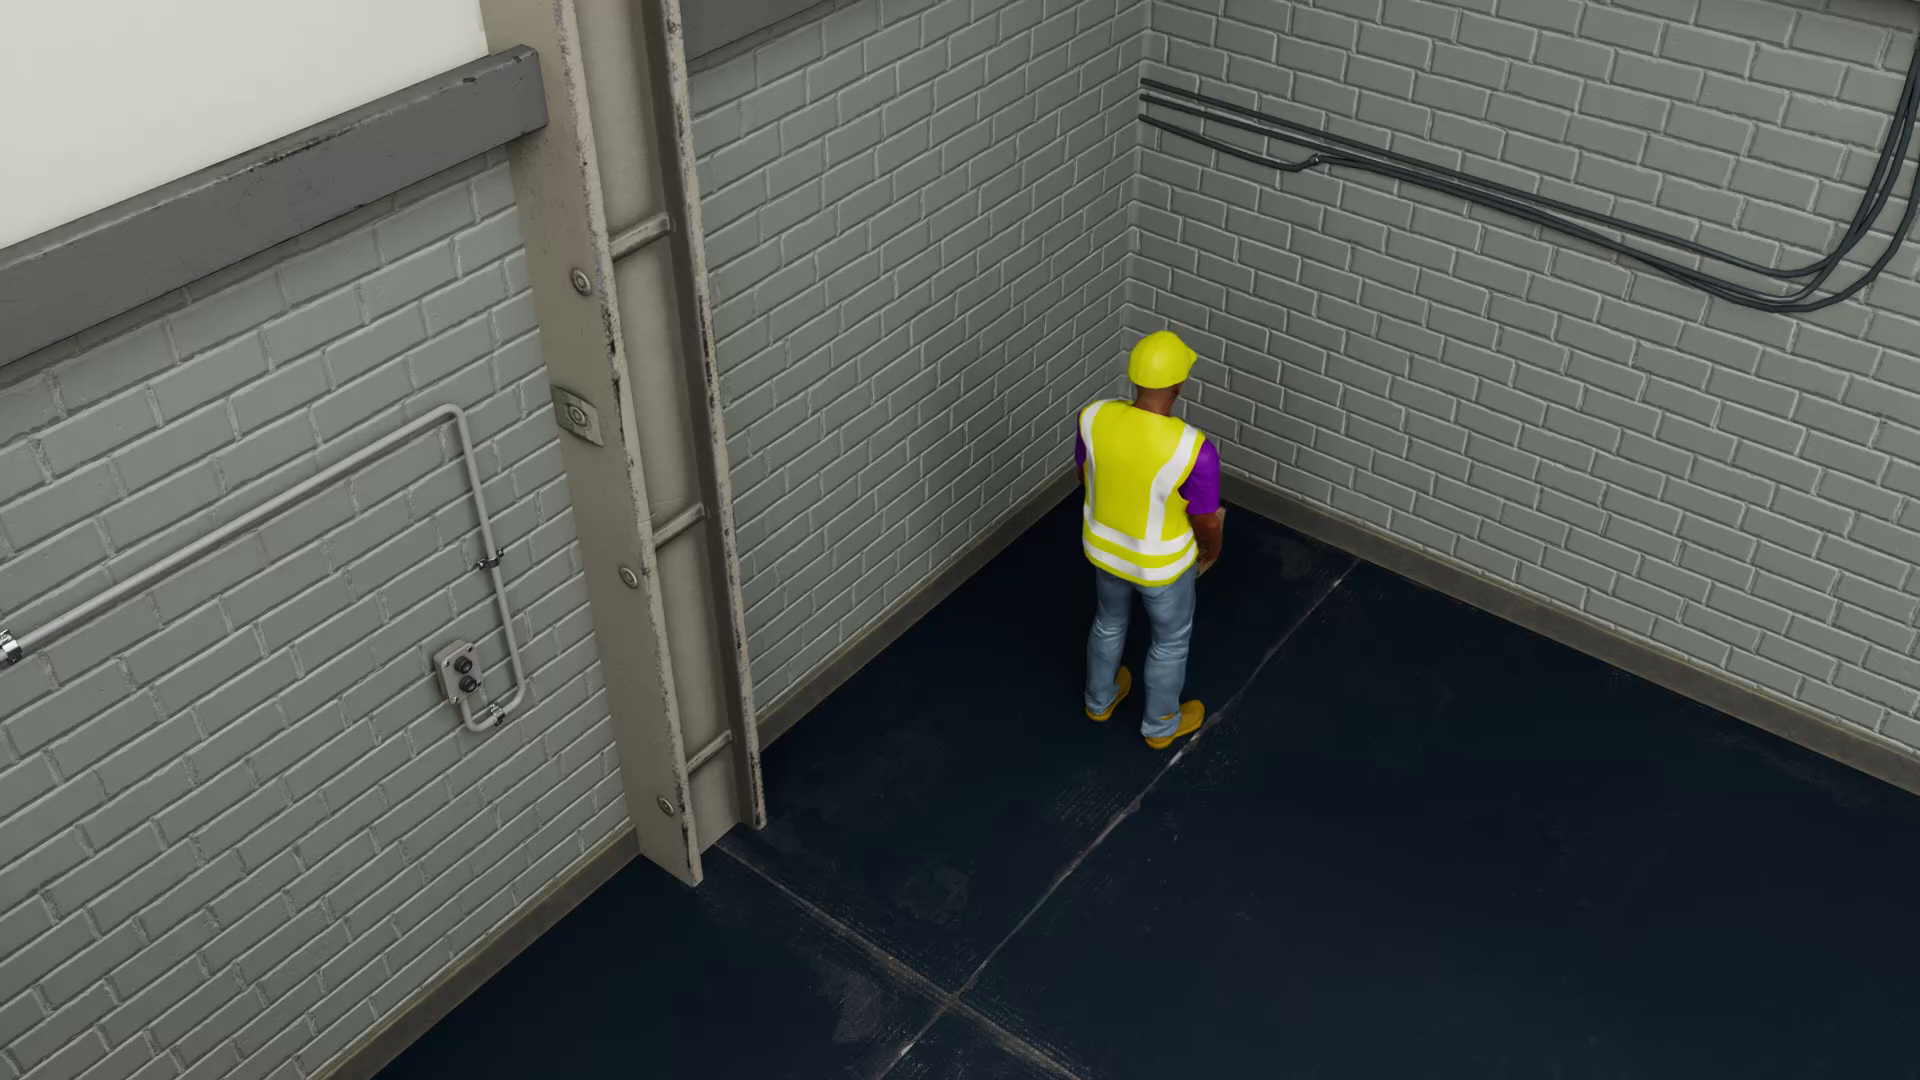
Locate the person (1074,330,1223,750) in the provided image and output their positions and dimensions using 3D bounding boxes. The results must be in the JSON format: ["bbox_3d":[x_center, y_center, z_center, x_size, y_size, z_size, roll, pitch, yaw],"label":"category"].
[{"bbox_3d":[0.687,0.009,6.123,0.575,1.767,0.458,25,45,28],"label":"person"}]
